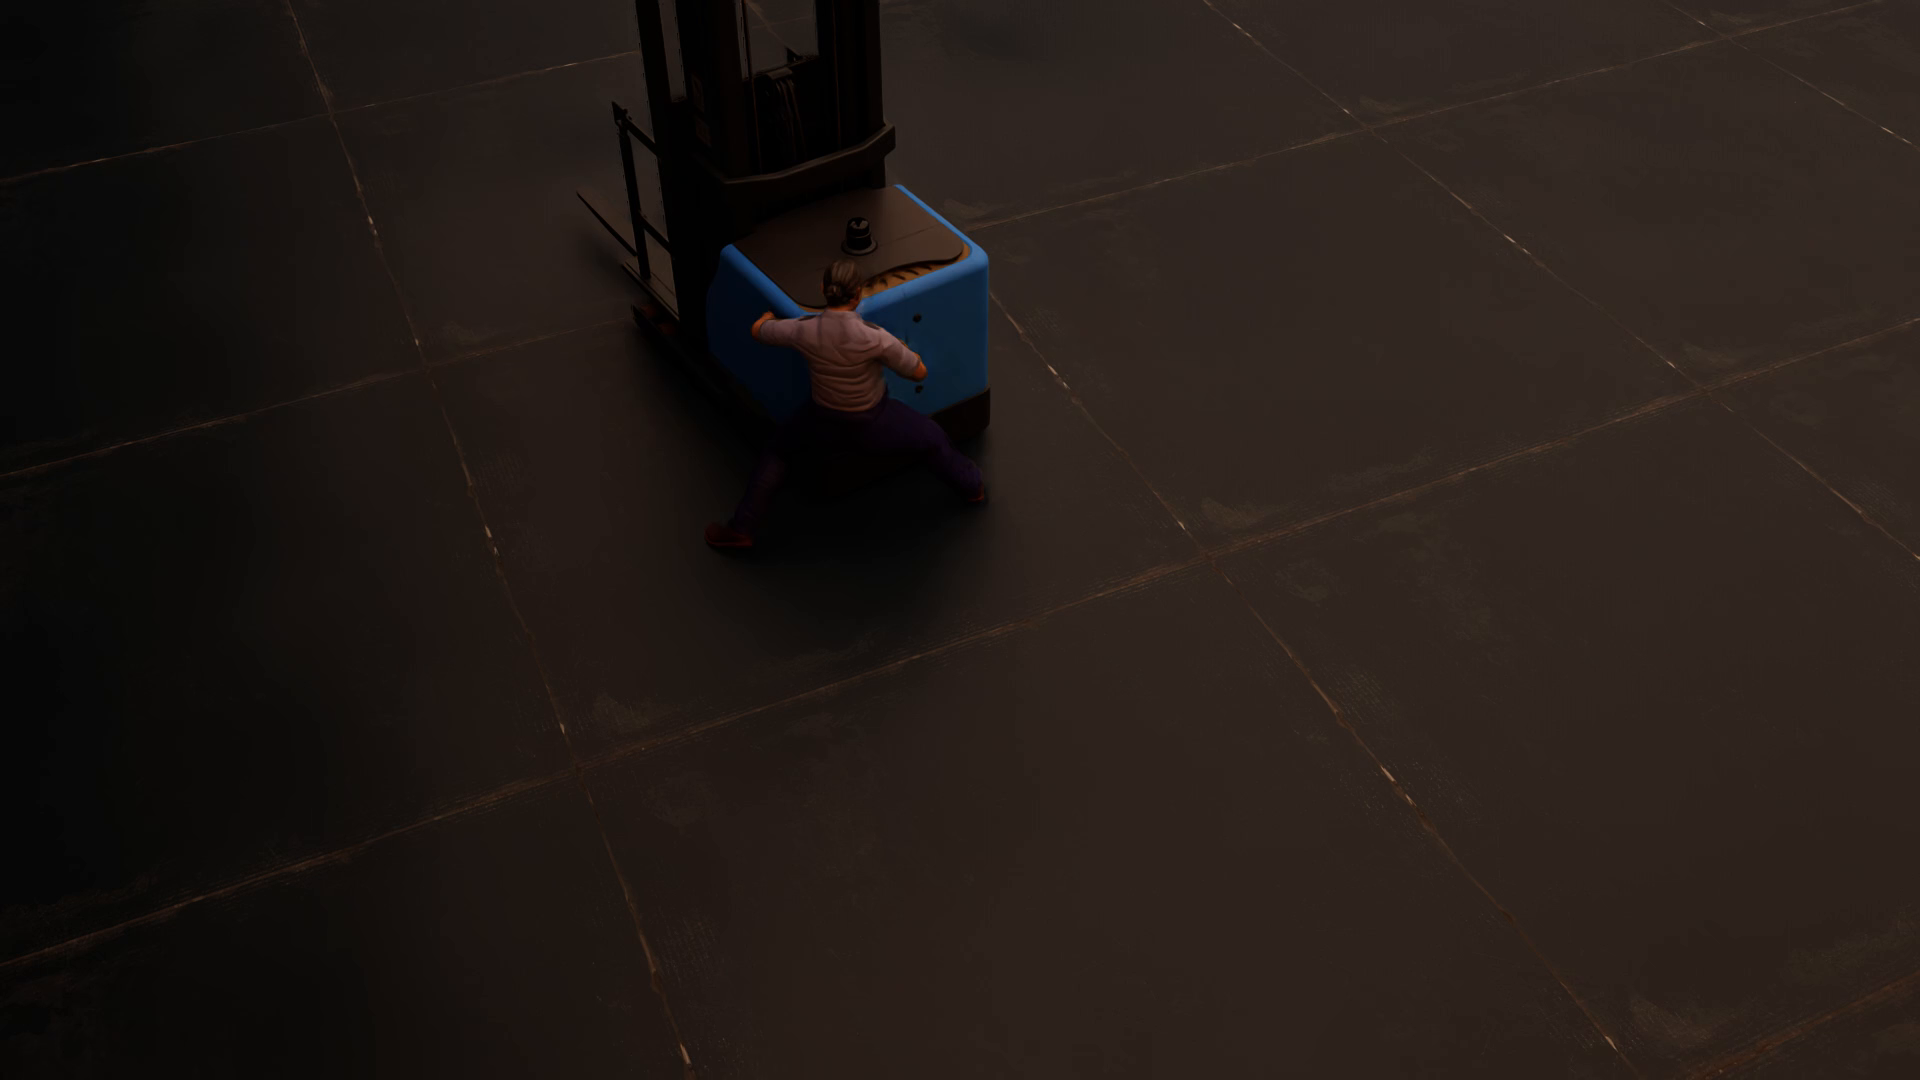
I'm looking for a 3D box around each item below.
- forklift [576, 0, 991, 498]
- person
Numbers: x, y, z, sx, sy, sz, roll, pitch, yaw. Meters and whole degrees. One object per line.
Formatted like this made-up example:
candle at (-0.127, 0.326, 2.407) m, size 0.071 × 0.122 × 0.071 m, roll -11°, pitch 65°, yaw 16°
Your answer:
forklift at (-1.103, -2.244, 8.084) m, size 1.130 × 2.935 × 3.031 m, roll -25°, pitch 49°, yaw -25°
person at (-0.530, -0.666, 7.478) m, size 1.234 × 1.463 × 0.892 m, roll 8°, pitch 44°, yaw 9°
